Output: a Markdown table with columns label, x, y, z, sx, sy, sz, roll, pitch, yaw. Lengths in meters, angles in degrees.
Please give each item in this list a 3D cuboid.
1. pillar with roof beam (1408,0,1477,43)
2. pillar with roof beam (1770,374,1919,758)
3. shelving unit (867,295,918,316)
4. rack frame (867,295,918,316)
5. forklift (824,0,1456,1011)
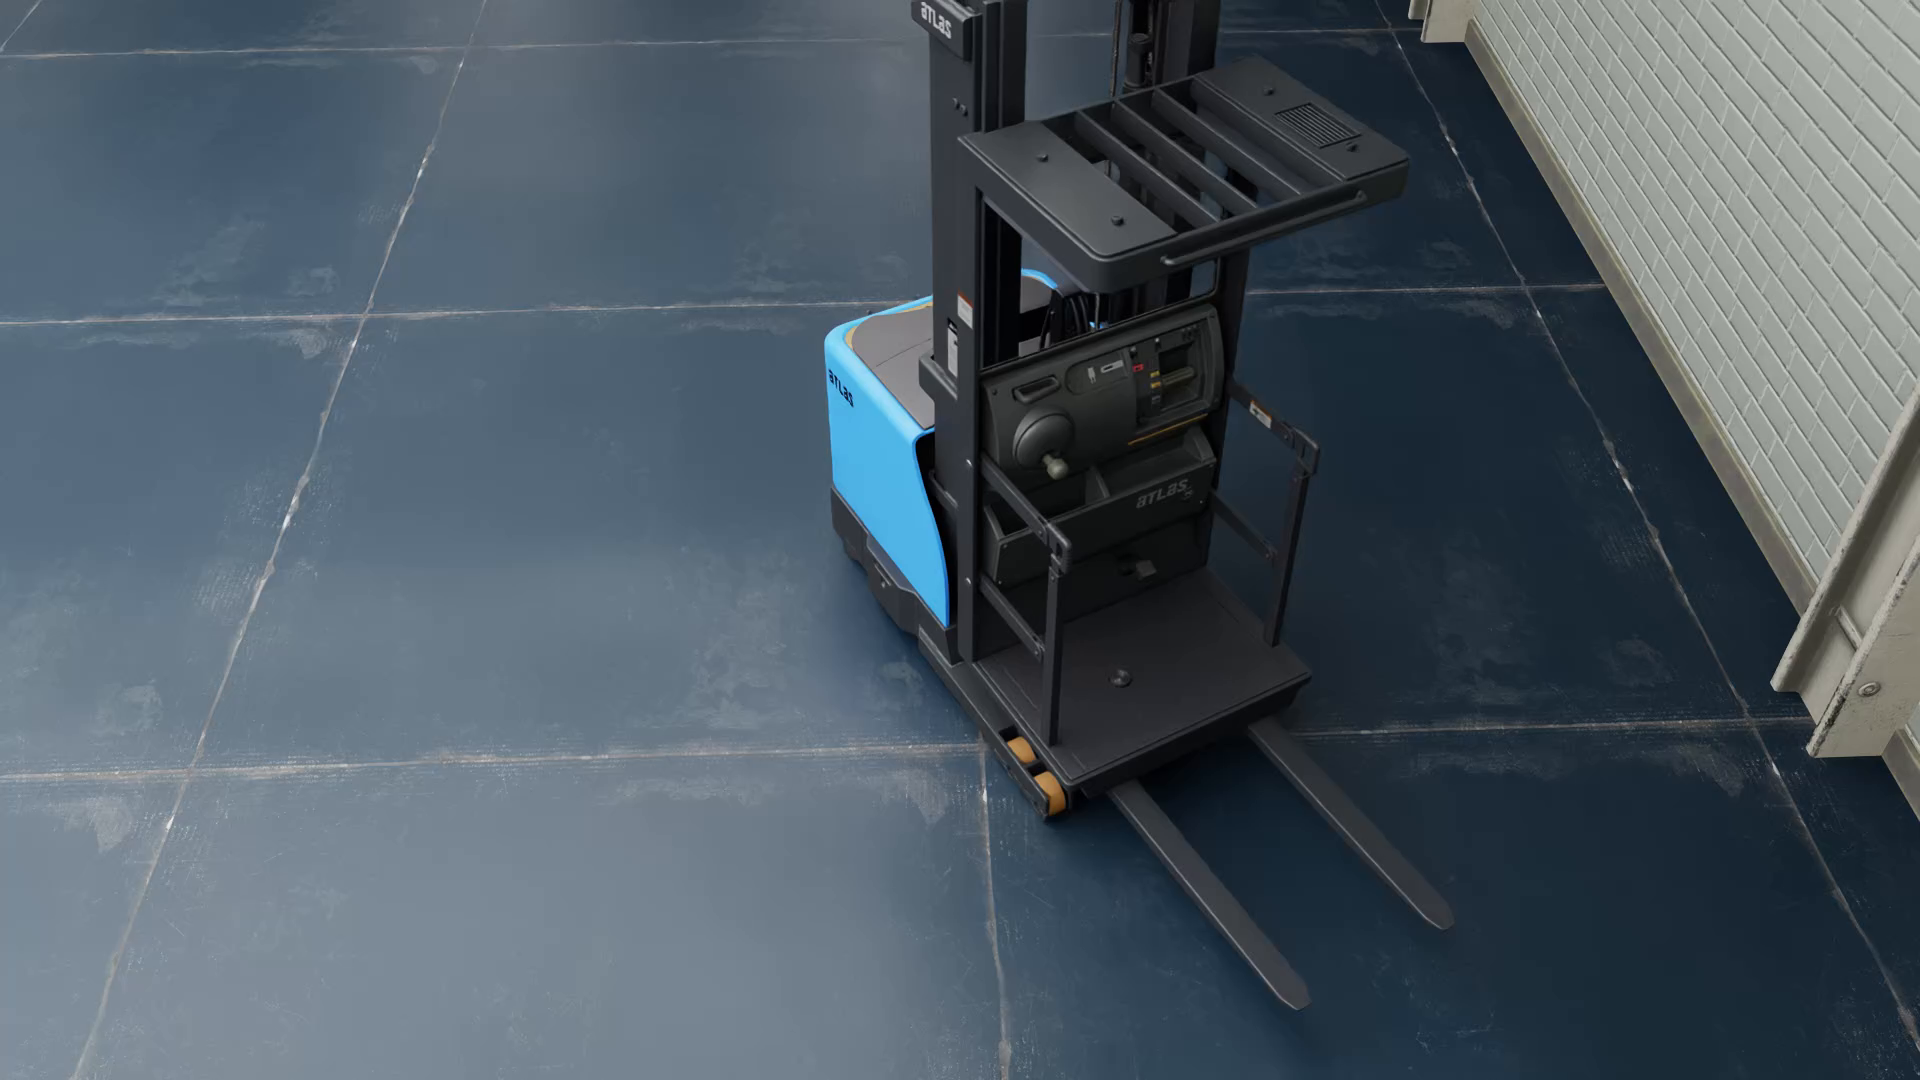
| label | x | y | z | sx | sy | sz | roll | pitch | yaw |
| --- | --- | --- | --- | --- | --- | --- | --- | --- | --- |
| pillar with roof beam | -1.162 | -6.553 | 7.739 | 9.100 | 9.000 | 0.400 | -2 | 43 | -2 |
| pillar with roof beam | -0.908 | -2.502 | 3.320 | 9.100 | 9.000 | 0.400 | -2 | 43 | -2 |
| shelving unit | -0.233 | -0.606 | 7.245 | 0.258 | 0.900 | 0.210 | -21 | 47 | -21 |
| rack frame | -0.283 | -0.666 | 7.310 | 0.240 | 0.900 | 0.006 | -21 | 47 | -21 |
| forklift | 0.613 | -0.418 | 5.537 | 1.130 | 2.935 | 3.031 | -21 | 47 | -21 |
